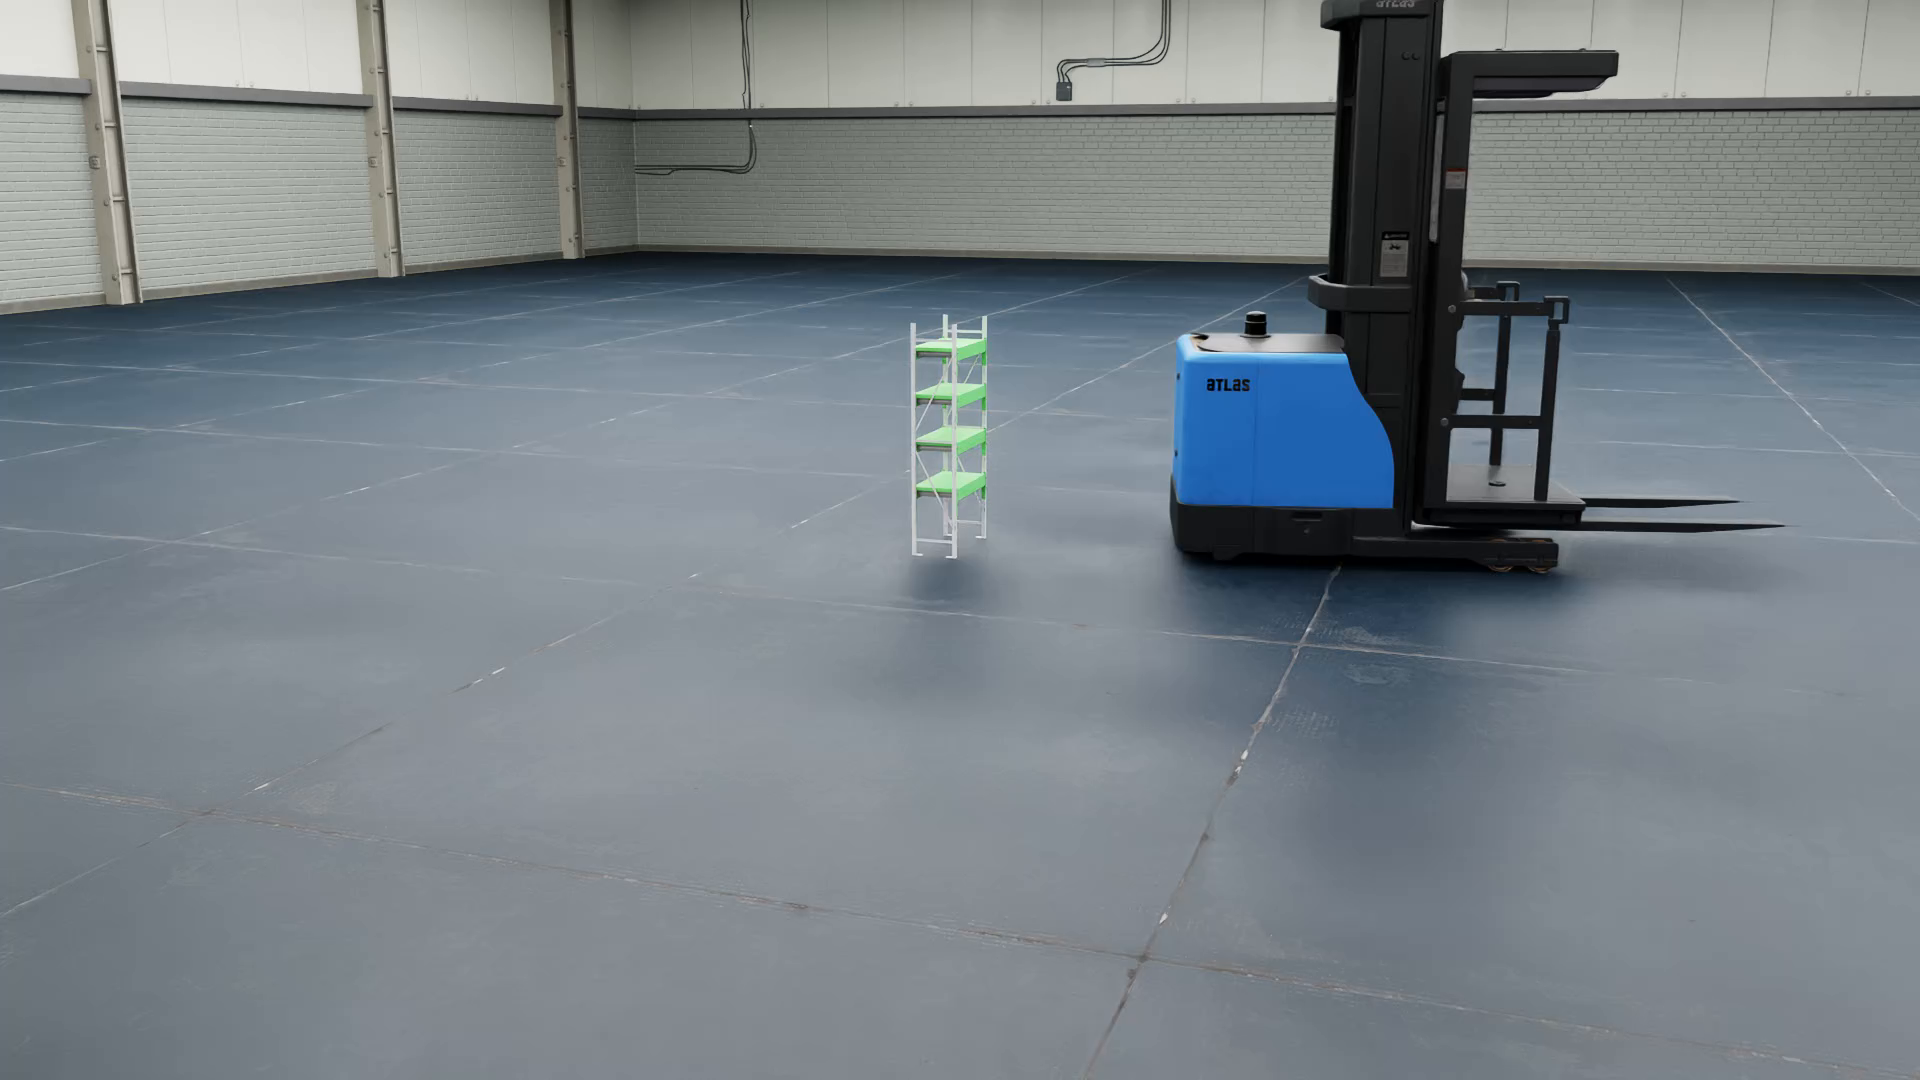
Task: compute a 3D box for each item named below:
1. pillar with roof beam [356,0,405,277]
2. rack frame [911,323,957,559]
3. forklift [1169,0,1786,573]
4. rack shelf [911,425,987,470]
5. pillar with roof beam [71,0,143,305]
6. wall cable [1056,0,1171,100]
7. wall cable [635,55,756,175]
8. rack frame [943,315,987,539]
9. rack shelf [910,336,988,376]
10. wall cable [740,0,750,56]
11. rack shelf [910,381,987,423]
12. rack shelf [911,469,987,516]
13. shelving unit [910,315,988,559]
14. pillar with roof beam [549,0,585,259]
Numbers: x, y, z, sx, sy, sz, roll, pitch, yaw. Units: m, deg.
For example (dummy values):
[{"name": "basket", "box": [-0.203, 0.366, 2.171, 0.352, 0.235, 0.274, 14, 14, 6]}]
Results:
[{"name": "pillar with roof beam", "box": [-5.991, -8.741, 27.061, 9.100, 9.000, 0.400, 4, 14, 18]}, {"name": "rack frame", "box": [-0.133, -0.499, 8.477, 0.240, 1.200, 0.015, 4, 14, 18]}, {"name": "forklift", "box": [2.649, -1.388, 8.482, 3.031, 2.935, 1.130, 1, 13, 5]}, {"name": "rack shelf", "box": [-0.054, -0.488, 8.716, 0.258, 0.148, 0.480, 4, 14, 18]}, {"name": "pillar with roof beam", "box": [-7.932, -7.478, 21.526, 9.100, 9.000, 0.400, 4, 14, 18]}, {"name": "wall cable", "box": [3.059, -11.810, 32.867, 2.305, 6.003, 0.169, 4, 14, 18]}, {"name": "wall cable", "box": [-5.919, -9.325, 36.600, 3.097, 2.526, 0.112, 4, 14, 18]}, {"name": "rack frame", "box": [0.025, -0.601, 8.927, 0.240, 1.200, 0.015, 4, 14, 18]}, {"name": "rack shelf", "box": [-0.054, -0.956, 8.609, 0.258, 0.148, 0.480, 4, 14, 18]}, {"name": "wall cable", "box": [-3.359, -11.593, 35.185, 3.097, 2.526, 0.112, 4, 14, 18]}, {"name": "rack shelf", "box": [-0.054, -0.722, 8.663, 0.258, 0.148, 0.480, 4, 14, 18]}, {"name": "rack shelf", "box": [-0.054, -0.254, 8.769, 0.258, 0.148, 0.480, 4, 14, 18]}, {"name": "shelving unit", "box": [-0.054, -0.550, 8.702, 0.258, 1.200, 0.503, 4, 14, 18]}, {"name": "pillar with roof beam", "box": [-4.050, -10.004, 32.596, 9.100, 9.000, 0.400, 4, 14, 18]}]
